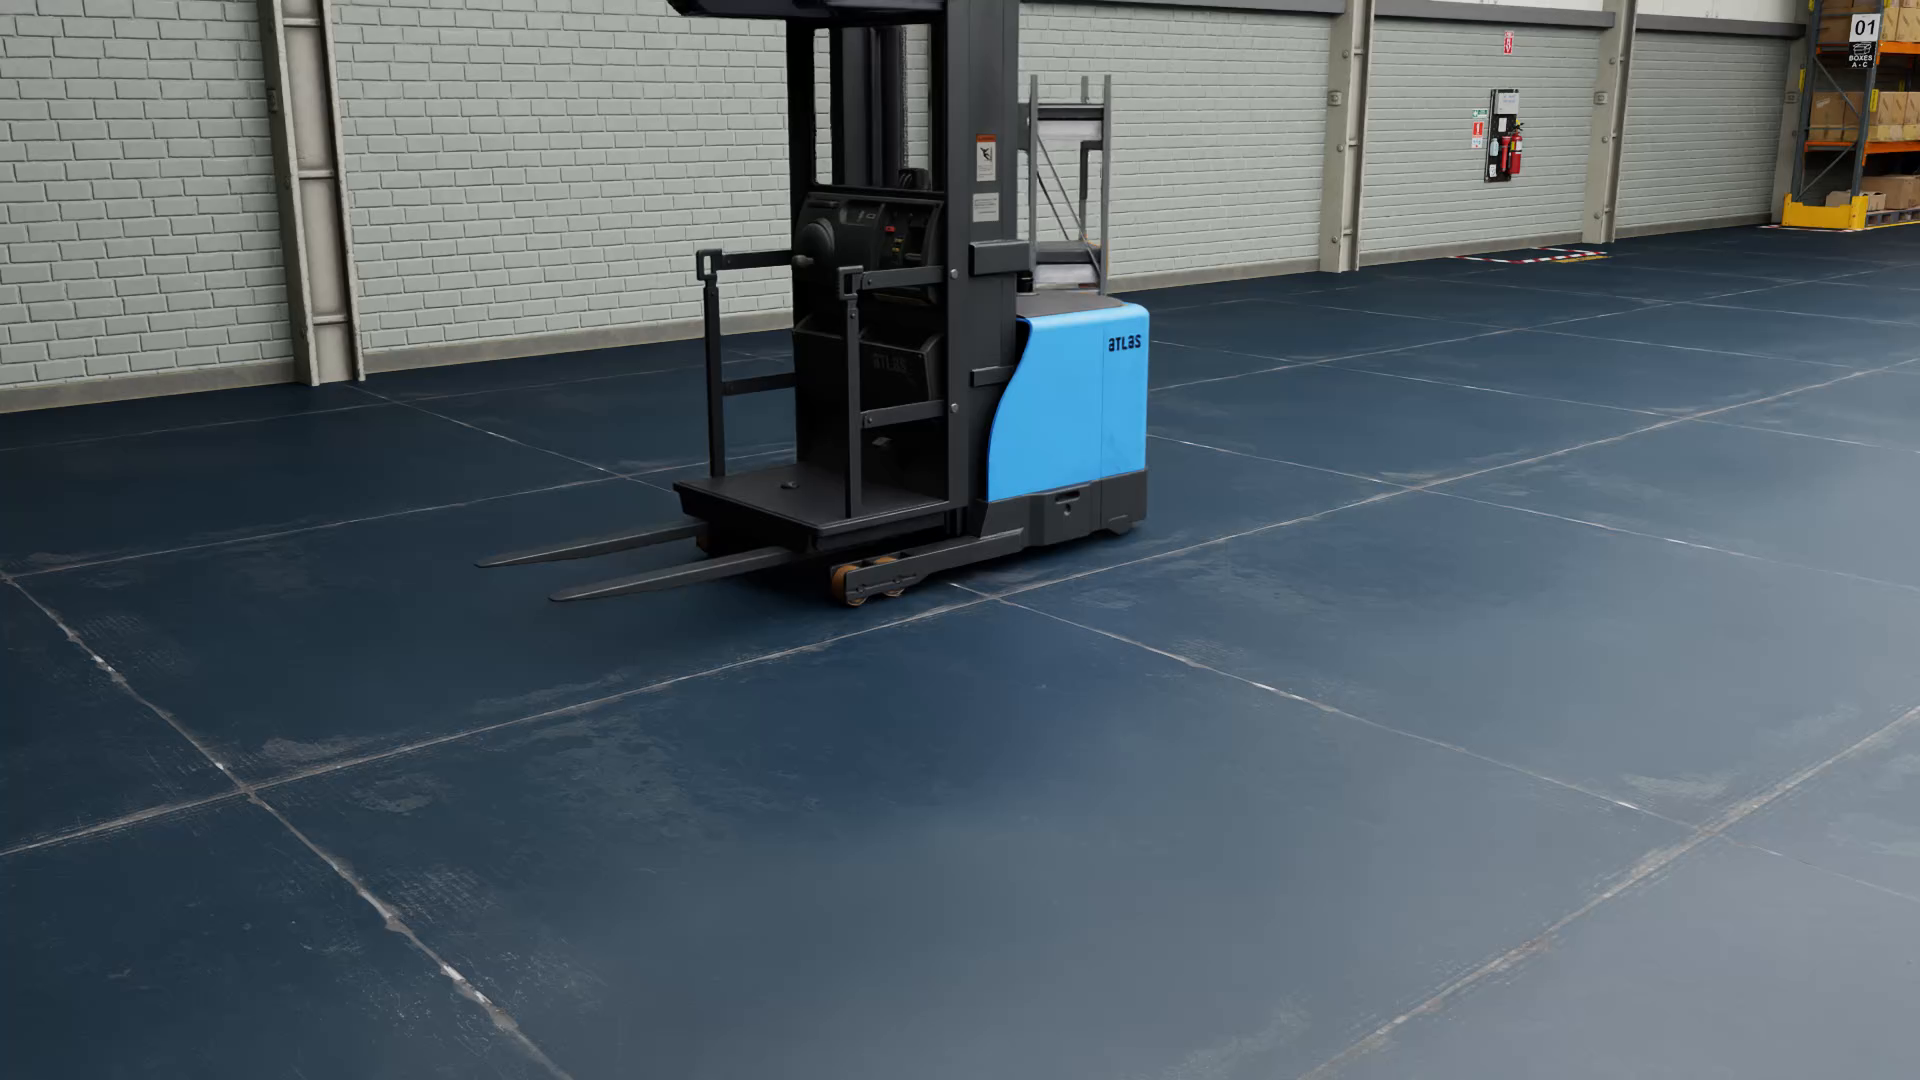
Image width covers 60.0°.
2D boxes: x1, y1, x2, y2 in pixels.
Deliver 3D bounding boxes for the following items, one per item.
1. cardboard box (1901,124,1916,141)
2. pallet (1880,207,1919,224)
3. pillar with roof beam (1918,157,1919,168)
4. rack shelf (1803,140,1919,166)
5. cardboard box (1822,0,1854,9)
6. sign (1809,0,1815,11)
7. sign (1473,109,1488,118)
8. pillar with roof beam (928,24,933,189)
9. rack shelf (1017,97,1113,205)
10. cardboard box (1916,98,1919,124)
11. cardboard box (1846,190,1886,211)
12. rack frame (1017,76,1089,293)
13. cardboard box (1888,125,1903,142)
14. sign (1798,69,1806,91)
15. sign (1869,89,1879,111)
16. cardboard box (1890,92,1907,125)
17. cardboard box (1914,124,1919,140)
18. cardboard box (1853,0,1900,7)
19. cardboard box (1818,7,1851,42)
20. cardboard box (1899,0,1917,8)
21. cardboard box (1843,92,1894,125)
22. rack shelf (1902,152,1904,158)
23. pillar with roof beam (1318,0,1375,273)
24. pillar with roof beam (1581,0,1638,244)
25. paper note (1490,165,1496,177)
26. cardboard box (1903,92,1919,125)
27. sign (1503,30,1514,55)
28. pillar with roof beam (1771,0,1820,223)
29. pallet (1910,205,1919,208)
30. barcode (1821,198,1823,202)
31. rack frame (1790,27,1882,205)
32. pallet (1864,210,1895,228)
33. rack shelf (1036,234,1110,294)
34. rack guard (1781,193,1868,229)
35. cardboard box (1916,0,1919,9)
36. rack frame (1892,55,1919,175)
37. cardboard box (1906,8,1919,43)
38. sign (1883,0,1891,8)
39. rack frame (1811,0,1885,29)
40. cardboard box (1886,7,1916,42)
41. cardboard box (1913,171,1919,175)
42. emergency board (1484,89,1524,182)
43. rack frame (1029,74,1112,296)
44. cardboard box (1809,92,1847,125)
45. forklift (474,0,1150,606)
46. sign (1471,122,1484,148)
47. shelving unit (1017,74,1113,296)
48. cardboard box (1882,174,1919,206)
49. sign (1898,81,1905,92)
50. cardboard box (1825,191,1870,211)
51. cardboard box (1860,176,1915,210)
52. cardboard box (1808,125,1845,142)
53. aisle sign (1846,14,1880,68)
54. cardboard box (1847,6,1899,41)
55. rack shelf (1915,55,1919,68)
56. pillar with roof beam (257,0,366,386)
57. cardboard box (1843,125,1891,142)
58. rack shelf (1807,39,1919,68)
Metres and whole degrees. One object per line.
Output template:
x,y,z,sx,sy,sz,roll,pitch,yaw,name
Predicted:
14.918,-6.522,26.606,0.500,0.250,0.500,-13,20,-40,cardboard box
15.184,-5.390,27.520,1.213,0.211,1.003,-13,19,-39,pallet
20.883,-9.752,26.821,0.400,9.000,9.100,-13,19,-39,pillar with roof beam
15.080,-6.379,27.214,4.000,0.370,1.077,-13,19,-39,rack shelf
13.724,-8.502,25.785,0.500,0.500,0.500,-12,19,-37,cardboard box
13.222,-8.376,25.769,0.005,0.325,0.100,-13,19,-39,sign
6.640,-5.446,21.230,0.331,0.109,0.001,-13,19,-39,sign
2.778,-5.686,11.600,0.400,9.000,9.100,-13,19,-39,pillar with roof beam
0.504,-1.977,8.422,0.431,0.518,0.480,-2,15,-9,rack shelf
15.283,-6.968,26.822,0.500,0.500,0.500,-12,19,-38,cardboard box
14.582,-5.498,26.878,0.500,0.311,0.500,-11,18,-35,cardboard box
0.466,-1.376,8.832,0.400,2.100,0.015,-2,15,-9,rack frame
14.530,-6.437,26.287,0.500,0.250,0.500,-13,20,-41,cardboard box
13.222,-7.212,26.080,0.005,0.325,0.100,-13,19,-39,sign
13.927,-6.701,25.346,0.005,0.325,0.100,-13,19,-39,sign
14.508,-6.792,26.163,0.500,0.500,0.500,-13,19,-39,cardboard box
15.301,-6.607,26.925,0.500,0.250,0.500,-12,19,-39,cardboard box
14.021,-8.396,25.389,0.500,0.500,0.500,14,21,43,cardboard box
13.719,-8.015,25.899,0.500,0.500,0.500,-11,18,-35,cardboard box
14.432,-8.471,25.670,0.500,0.500,0.500,-13,20,-40,cardboard box
14.128,-6.710,25.857,0.500,0.500,0.500,-13,19,-39,cardboard box
18.097,-7.057,29.751,4.000,0.370,1.077,-13,19,-39,rack shelf
7.305,-6.703,15.405,0.400,9.000,9.100,-13,19,-39,pillar with roof beam
11.831,-7.719,19.210,0.400,9.000,9.100,-13,19,-39,pillar with roof beam
6.937,-4.805,21.634,0.142,0.148,0.016,-13,19,-39,paper note
14.902,-6.878,26.486,0.500,0.500,0.500,-13,20,-41,cardboard box
7.044,-6.385,21.351,0.199,0.298,0.001,-13,19,-39,sign
16.357,-8.735,23.015,0.400,9.000,9.100,-13,19,-39,pillar with roof beam
16.105,-5.598,28.298,1.213,0.211,1.003,-13,19,-39,pallet
13.903,-5.487,26.818,0.075,0.075,0.001,-13,19,-39,barcode
13.571,-6.388,25.853,0.127,3.000,1.000,-13,19,-39,rack frame
14.264,-5.184,26.750,1.213,0.211,1.003,-13,19,-39,pallet
0.504,-1.301,8.603,0.431,0.518,0.480,-2,15,-9,rack shelf
13.628,-5.193,26.224,0.348,0.500,1.175,-13,19,-39,rack guard
14.812,-8.560,26.003,0.500,0.500,0.500,-12,19,-38,cardboard box
16.588,-7.066,28.390,0.127,3.000,1.000,-13,19,-39,rack frame
14.805,-8.076,26.127,0.500,0.500,0.500,-12,19,-37,cardboard box
13.927,-8.154,24.958,0.005,0.325,0.100,-13,19,-39,sign
13.571,-9.286,25.079,0.127,3.000,1.000,-13,19,-39,rack frame
14.416,-7.987,25.795,0.500,0.500,0.500,-11,19,-36,cardboard box
17.133,-6.198,29.134,0.500,0.500,0.700,-12,19,-38,cardboard box
7.116,-5.247,21.583,0.643,1.169,0.194,-13,19,-39,emergency board
0.541,-1.251,8.367,0.400,2.100,0.015,-2,15,-9,rack frame
13.787,-6.809,26.227,0.500,0.500,0.500,-13,20,-40,cardboard box
-0.555,-1.301,6.940,3.031,2.935,1.130,-13,20,-40,forklift
6.631,-5.191,21.302,0.234,0.329,0.001,-13,19,-39,sign
0.504,-1.314,8.599,0.431,2.100,0.503,-2,15,-9,shelving unit
15.832,-5.887,27.968,0.500,0.500,0.500,14,21,43,cardboard box
16.221,-7.733,28.642,0.005,0.325,0.100,-13,19,-39,sign
14.152,-5.401,26.516,0.500,0.311,0.500,13,20,41,cardboard box
15.168,-5.704,27.282,0.500,0.500,0.700,-14,21,-43,cardboard box
13.796,-6.442,26.307,0.500,0.250,0.500,-12,19,-39,cardboard box
13.714,-7.573,25.253,0.004,0.787,0.394,-13,19,-39,aisle sign
13.987,-7.903,25.480,0.500,0.500,0.500,-12,19,-38,cardboard box
18.097,-8.506,29.364,4.000,0.370,1.077,-13,19,-39,rack shelf
-1.748,-4.670,7.795,0.400,9.000,9.100,-13,19,-39,pillar with roof beam
14.147,-6.346,25.948,0.500,0.250,0.500,-13,20,-41,cardboard box
15.080,-7.829,26.827,4.000,0.370,1.077,-13,19,-39,rack shelf
